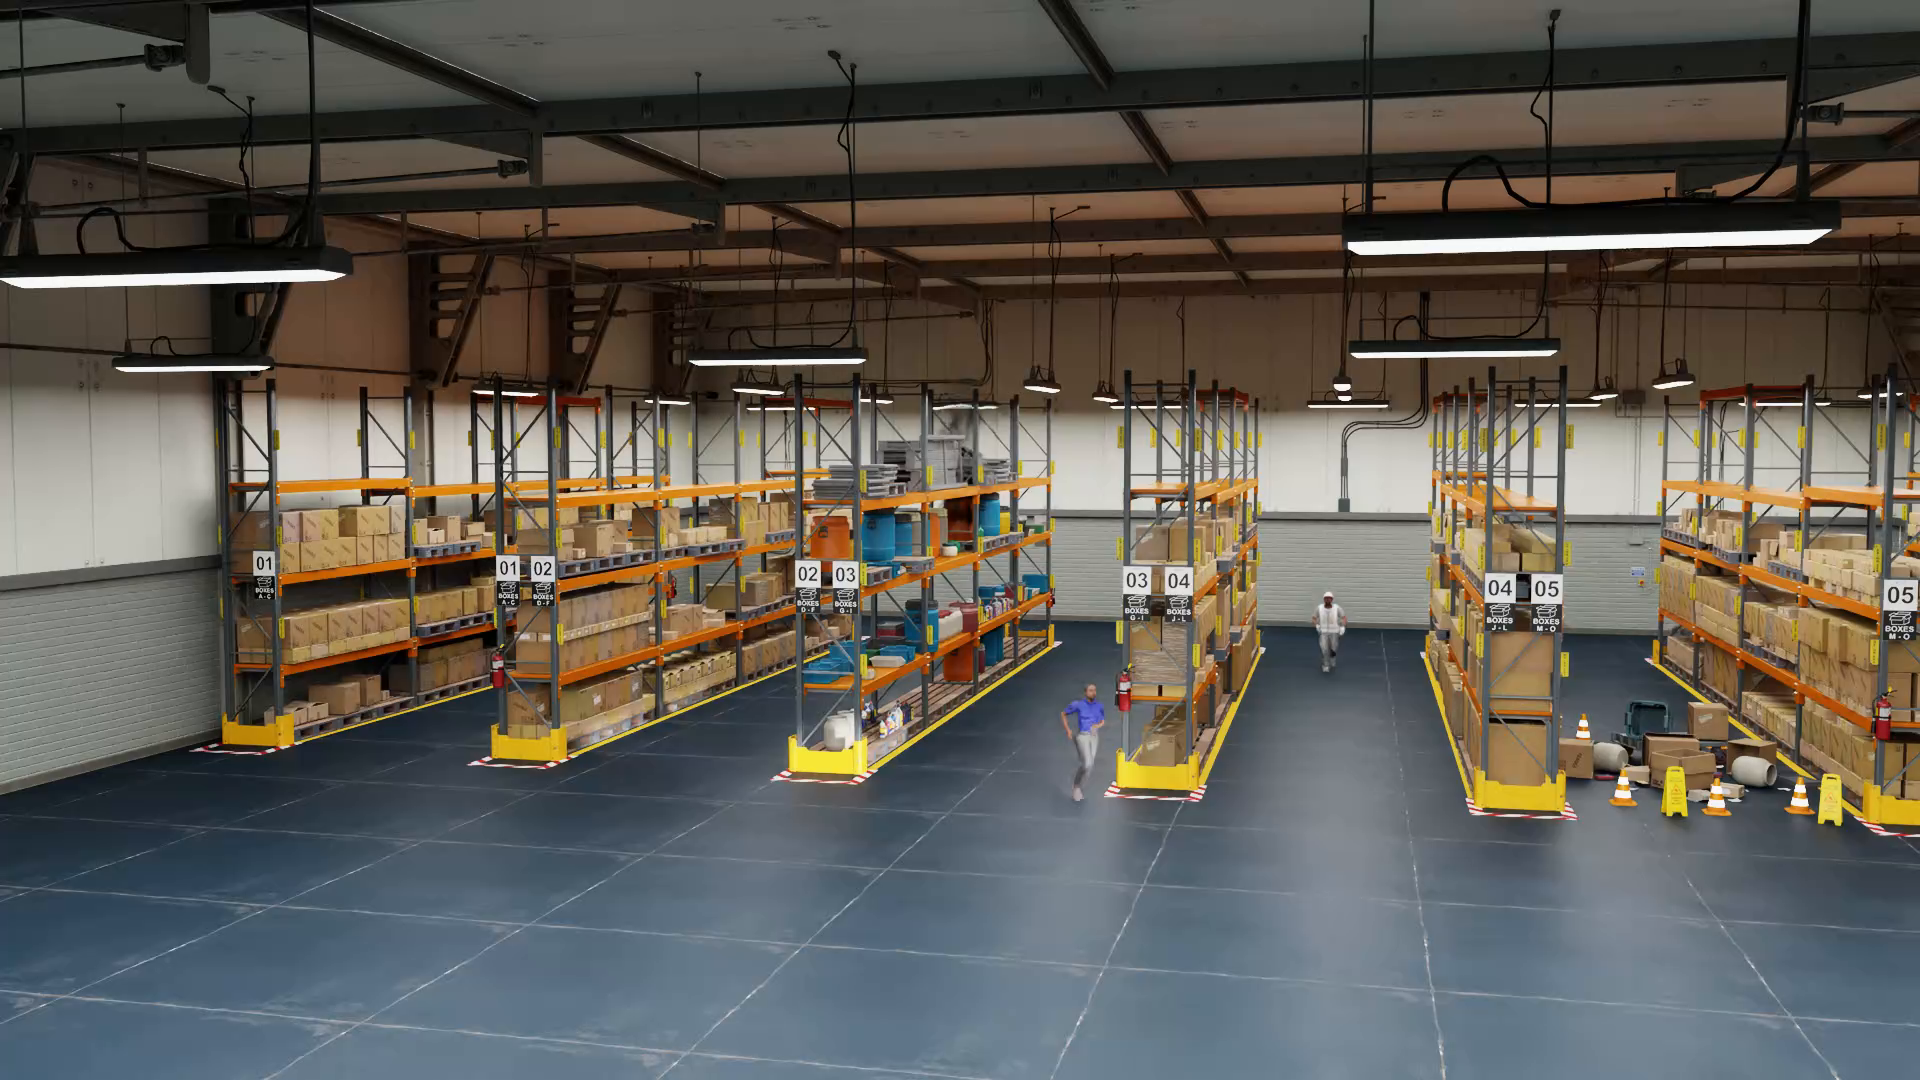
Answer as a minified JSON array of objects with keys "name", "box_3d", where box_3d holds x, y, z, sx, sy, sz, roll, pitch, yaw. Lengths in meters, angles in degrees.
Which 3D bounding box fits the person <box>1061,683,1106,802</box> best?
[{"name":"person","box_3d":[1.762,2.855,23.157,0.561,1.556,0.634,-2,4,-27]}]

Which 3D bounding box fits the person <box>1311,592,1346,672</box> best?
[{"name":"person","box_3d":[7.941,1.985,35.826,0.734,1.739,0.629,1,4,12]}]

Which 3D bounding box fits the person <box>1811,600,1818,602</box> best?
[{"name":"person","box_3d":[17.355,2.098,33.817,0.675,1.745,0.821,0,3,3]}]

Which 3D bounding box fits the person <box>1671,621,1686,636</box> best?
[{"name":"person","box_3d":[16.666,1.889,38.434,0.592,1.619,0.716,3,5,44]}]
